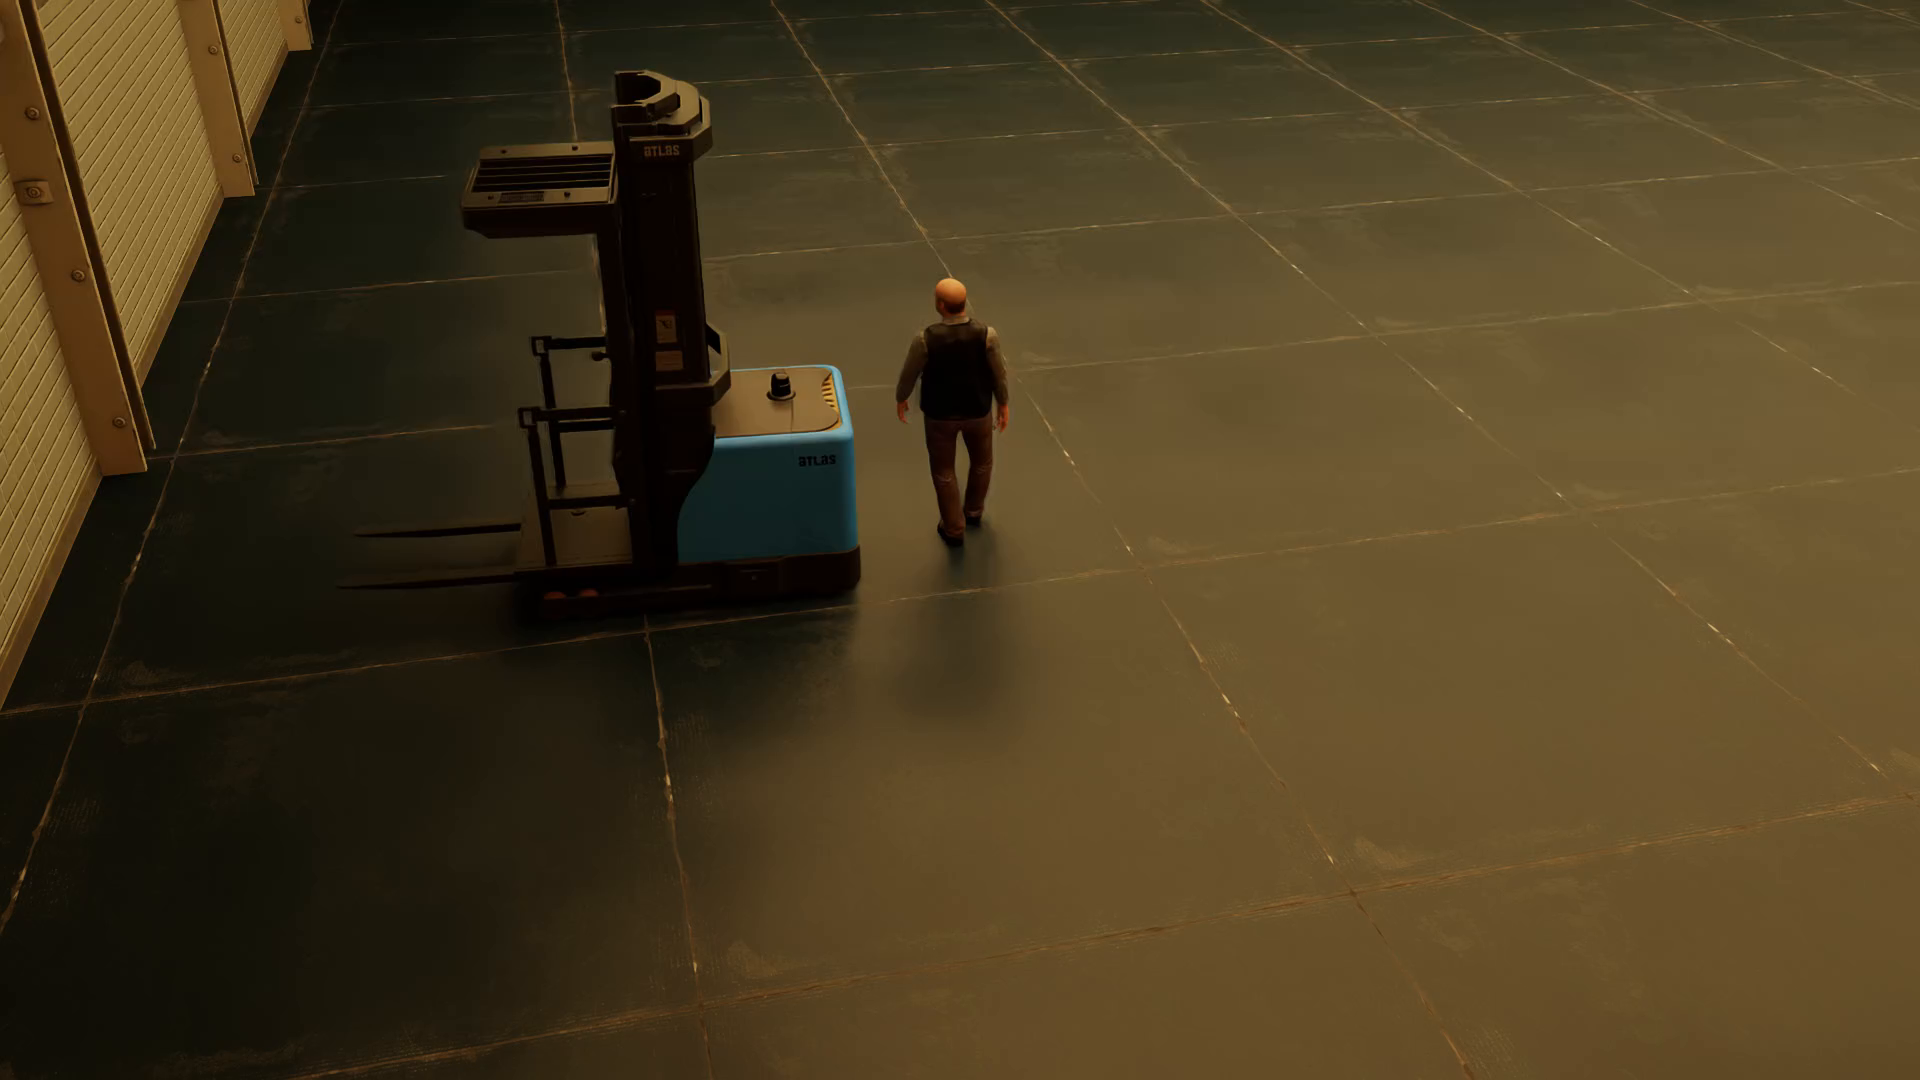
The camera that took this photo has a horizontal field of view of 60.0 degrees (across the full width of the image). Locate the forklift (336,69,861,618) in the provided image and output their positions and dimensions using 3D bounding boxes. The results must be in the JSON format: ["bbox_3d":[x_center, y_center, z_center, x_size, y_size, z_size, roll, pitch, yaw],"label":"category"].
[{"bbox_3d":[-2.154,-1.083,9.446,3.031,2.935,1.130,-4,30,-7],"label":"forklift"}]

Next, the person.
[{"bbox_3d":[-0.056,-0.786,10.260,0.686,1.617,0.601,-5,30,-9],"label":"person"}]
